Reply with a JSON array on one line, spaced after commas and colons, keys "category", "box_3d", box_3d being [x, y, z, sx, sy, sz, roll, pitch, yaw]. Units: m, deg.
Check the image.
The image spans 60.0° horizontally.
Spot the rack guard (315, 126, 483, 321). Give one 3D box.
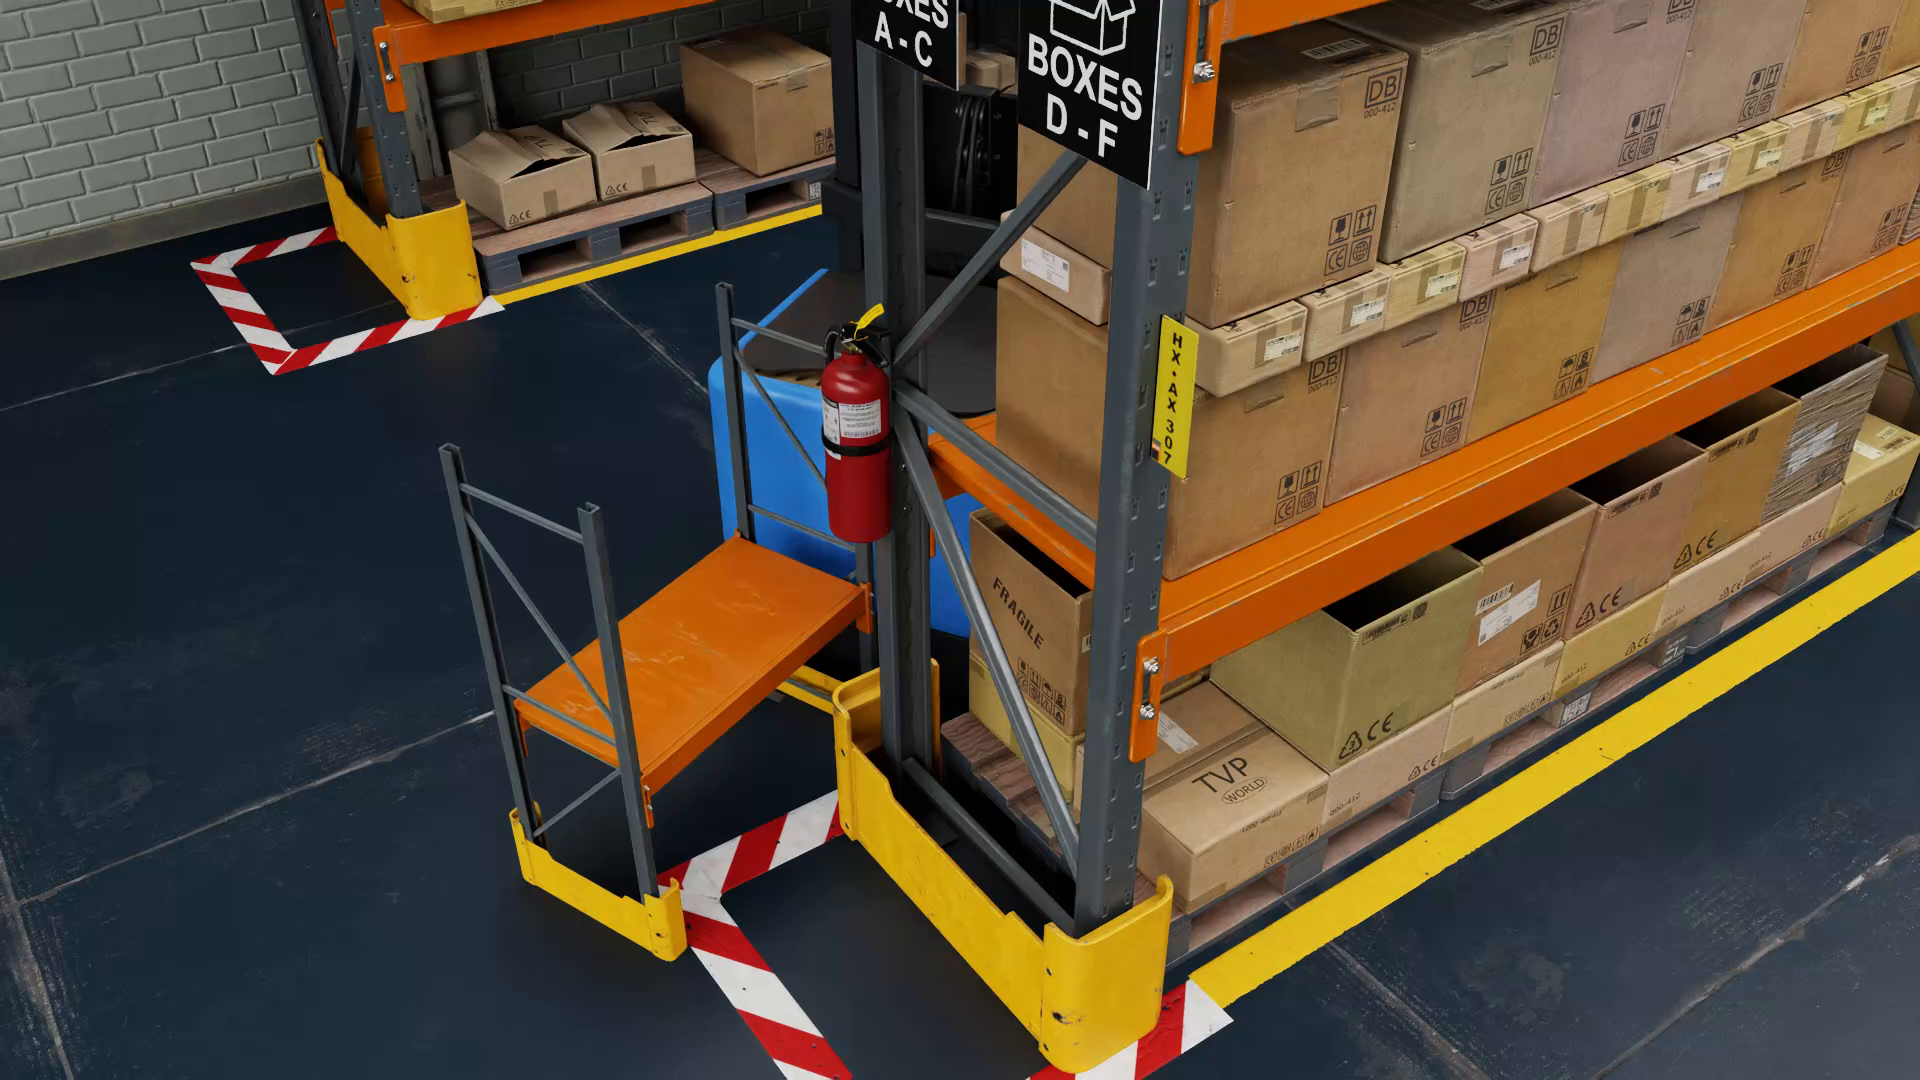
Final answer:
[{"category": "rack guard", "box_3d": [-2.690, -1.534, 7.955, 0.348, 0.500, 1.175, -22, 41, -28]}]

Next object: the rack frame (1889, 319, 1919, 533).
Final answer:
[{"category": "rack frame", "box_3d": [3.374, -1.506, 5.775, 0.127, 3.000, 1.000, -22, 41, -28]}]

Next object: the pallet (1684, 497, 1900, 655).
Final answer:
[{"category": "pallet", "box_3d": [2.700, -0.126, 6.245, 1.213, 0.211, 1.003, -22, 41, -28]}]

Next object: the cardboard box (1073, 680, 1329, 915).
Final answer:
[{"category": "cardboard box", "box_3d": [0.671, 0.711, 4.687, 0.500, 0.250, 0.500, -22, 41, -28]}]

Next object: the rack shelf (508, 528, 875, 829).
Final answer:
[{"category": "rack shelf", "box_3d": [-0.754, 0.361, 4.772, 0.538, 0.185, 1.000, 21, 41, 27]}]

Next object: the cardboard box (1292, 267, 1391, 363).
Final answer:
[{"category": "cardboard box", "box_3d": [0.764, -0.584, 3.851, 0.250, 0.149, 0.380, -24, 42, -29]}]

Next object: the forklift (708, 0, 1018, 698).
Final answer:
[{"category": "forklift", "box_3d": [0.252, -1.524, 5.858, 1.130, 2.935, 3.031, 14, 38, 19]}]

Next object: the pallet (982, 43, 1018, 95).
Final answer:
[{"category": "pallet", "box_3d": [-0.011, -2.494, 9.537, 1.213, 0.211, 1.003, -22, 41, -28]}]

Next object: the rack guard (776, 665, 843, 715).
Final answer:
[{"category": "rack guard", "box_3d": [-0.473, 0.475, 5.375, 0.587, 0.250, 0.087, 21, 41, 27]}]

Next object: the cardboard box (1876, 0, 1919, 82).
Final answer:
[{"category": "cardboard box", "box_3d": [2.603, -1.750, 4.918, 0.500, 0.500, 0.700, -22, 41, -28]}]

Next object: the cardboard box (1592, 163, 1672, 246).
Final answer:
[{"category": "cardboard box", "box_3d": [1.601, -0.928, 4.330, 0.250, 0.149, 0.380, -23, 42, -28]}]

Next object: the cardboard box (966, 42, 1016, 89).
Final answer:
[{"category": "cardboard box", "box_3d": [0.097, -2.703, 9.489, 0.250, 0.166, 0.380, -28, 44, -33]}]

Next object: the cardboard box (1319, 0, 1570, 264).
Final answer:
[{"category": "cardboard box", "box_3d": [0.963, -1.076, 3.980, 0.500, 0.500, 0.700, -24, 42, -29]}]

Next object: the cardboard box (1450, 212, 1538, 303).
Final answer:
[{"category": "cardboard box", "box_3d": [1.176, -0.751, 4.084, 0.250, 0.149, 0.380, -23, 42, -29]}]

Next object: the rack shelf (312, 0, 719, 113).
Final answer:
[{"category": "rack shelf", "box_3d": [-1.117, -2.904, 8.335, 4.000, 0.370, 1.077, -22, 41, -28]}]

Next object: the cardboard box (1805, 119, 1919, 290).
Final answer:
[{"category": "cardboard box", "box_3d": [2.588, -1.214, 5.283, 0.500, 0.500, 0.700, -23, 42, -28]}]

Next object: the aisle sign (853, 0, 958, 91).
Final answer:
[{"category": "aisle sign", "box_3d": [-0.118, -1.334, 3.309, 0.004, 0.787, 0.394, -22, 41, -28]}]

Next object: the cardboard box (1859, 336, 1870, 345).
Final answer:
[{"category": "cardboard box", "box_3d": [3.540, -1.061, 6.671, 0.500, 0.311, 0.500, -22, 41, -28]}]

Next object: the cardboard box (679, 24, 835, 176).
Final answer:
[{"category": "cardboard box", "box_3d": [-1.040, -2.292, 8.631, 0.500, 0.500, 0.700, -25, 43, -31]}]

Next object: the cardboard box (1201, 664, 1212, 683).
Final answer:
[{"category": "cardboard box", "box_3d": [0.774, 0.290, 5.273, 0.500, 0.250, 0.500, -22, 41, -28]}]

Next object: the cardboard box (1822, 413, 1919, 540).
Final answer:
[{"category": "cardboard box", "box_3d": [3.121, -0.300, 6.093, 0.500, 0.250, 0.500, -22, 41, -28]}]

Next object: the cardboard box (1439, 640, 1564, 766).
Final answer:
[{"category": "cardboard box", "box_3d": [1.486, 0.373, 5.157, 0.500, 0.250, 0.500, -22, 41, -28]}]

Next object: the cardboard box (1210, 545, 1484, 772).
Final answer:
[{"category": "cardboard box", "box_3d": [1.079, 0.238, 4.704, 0.500, 0.500, 0.500, -22, 41, -28]}]

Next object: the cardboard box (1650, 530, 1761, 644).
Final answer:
[{"category": "cardboard box", "box_3d": [2.306, 0.039, 5.622, 0.500, 0.250, 0.500, -22, 41, -28]}]

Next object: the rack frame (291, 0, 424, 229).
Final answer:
[{"category": "rack frame", "box_3d": [-2.752, -2.523, 7.189, 0.127, 3.000, 1.000, -22, 41, -28]}]

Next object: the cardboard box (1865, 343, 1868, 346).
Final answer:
[{"category": "cardboard box", "box_3d": [3.546, -0.838, 6.841, 0.500, 0.250, 0.500, -23, 42, -28]}]

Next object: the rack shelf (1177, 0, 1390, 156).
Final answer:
[{"category": "rack shelf", "box_3d": [1.739, -1.759, 4.174, 4.000, 0.370, 1.077, -22, 41, -28]}]

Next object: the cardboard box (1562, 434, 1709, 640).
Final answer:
[{"category": "cardboard box", "box_3d": [1.899, -0.096, 5.168, 0.500, 0.500, 0.500, -22, 41, -28]}]

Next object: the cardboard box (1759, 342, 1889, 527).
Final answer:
[{"category": "cardboard box", "box_3d": [2.705, -0.442, 5.648, 0.500, 0.500, 0.500, -22, 41, -28]}]

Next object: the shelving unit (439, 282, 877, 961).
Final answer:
[{"category": "shelving unit", "box_3d": [-0.749, 0.210, 4.673, 0.587, 1.500, 1.083, 21, 41, 27]}]

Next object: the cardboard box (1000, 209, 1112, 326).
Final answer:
[{"category": "cardboard box", "box_3d": [0.307, -0.684, 3.991, 0.250, 0.149, 0.380, -23, 42, -29]}]

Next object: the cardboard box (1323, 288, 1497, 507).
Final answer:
[{"category": "cardboard box", "box_3d": [0.920, -0.531, 4.333, 0.500, 0.500, 0.700, -21, 41, -27]}]

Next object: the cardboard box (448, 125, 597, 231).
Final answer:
[{"category": "cardboard box", "box_3d": [-2.135, -1.800, 8.110, 0.500, 0.311, 0.500, -28, 44, -33]}]

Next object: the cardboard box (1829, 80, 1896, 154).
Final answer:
[{"category": "cardboard box", "box_3d": [2.442, -1.275, 4.812, 0.250, 0.149, 0.380, -23, 41, -28]}]

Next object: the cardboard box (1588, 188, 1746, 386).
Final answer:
[{"category": "cardboard box", "box_3d": [1.757, -0.874, 4.810, 0.500, 0.500, 0.700, -21, 41, -27]}]

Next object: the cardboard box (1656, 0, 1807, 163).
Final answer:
[{"category": "cardboard box", "box_3d": [1.784, -1.414, 4.451, 0.500, 0.500, 0.700, -22, 41, -28]}]

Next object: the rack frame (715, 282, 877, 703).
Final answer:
[{"category": "rack frame", "box_3d": [-0.473, -0.033, 5.011, 0.500, 1.500, 0.032, 21, 41, 27]}]

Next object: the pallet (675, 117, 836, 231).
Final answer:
[{"category": "pallet", "box_3d": [-1.009, -2.081, 8.963, 1.213, 0.211, 1.003, -22, 41, -28]}]

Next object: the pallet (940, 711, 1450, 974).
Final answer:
[{"category": "pallet", "box_3d": [0.705, 0.694, 5.104, 1.213, 0.211, 1.003, -22, 41, -28]}]

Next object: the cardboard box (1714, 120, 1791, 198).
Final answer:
[{"category": "cardboard box", "box_3d": [2.021, -1.099, 4.568, 0.250, 0.149, 0.380, -21, 41, -26]}]
